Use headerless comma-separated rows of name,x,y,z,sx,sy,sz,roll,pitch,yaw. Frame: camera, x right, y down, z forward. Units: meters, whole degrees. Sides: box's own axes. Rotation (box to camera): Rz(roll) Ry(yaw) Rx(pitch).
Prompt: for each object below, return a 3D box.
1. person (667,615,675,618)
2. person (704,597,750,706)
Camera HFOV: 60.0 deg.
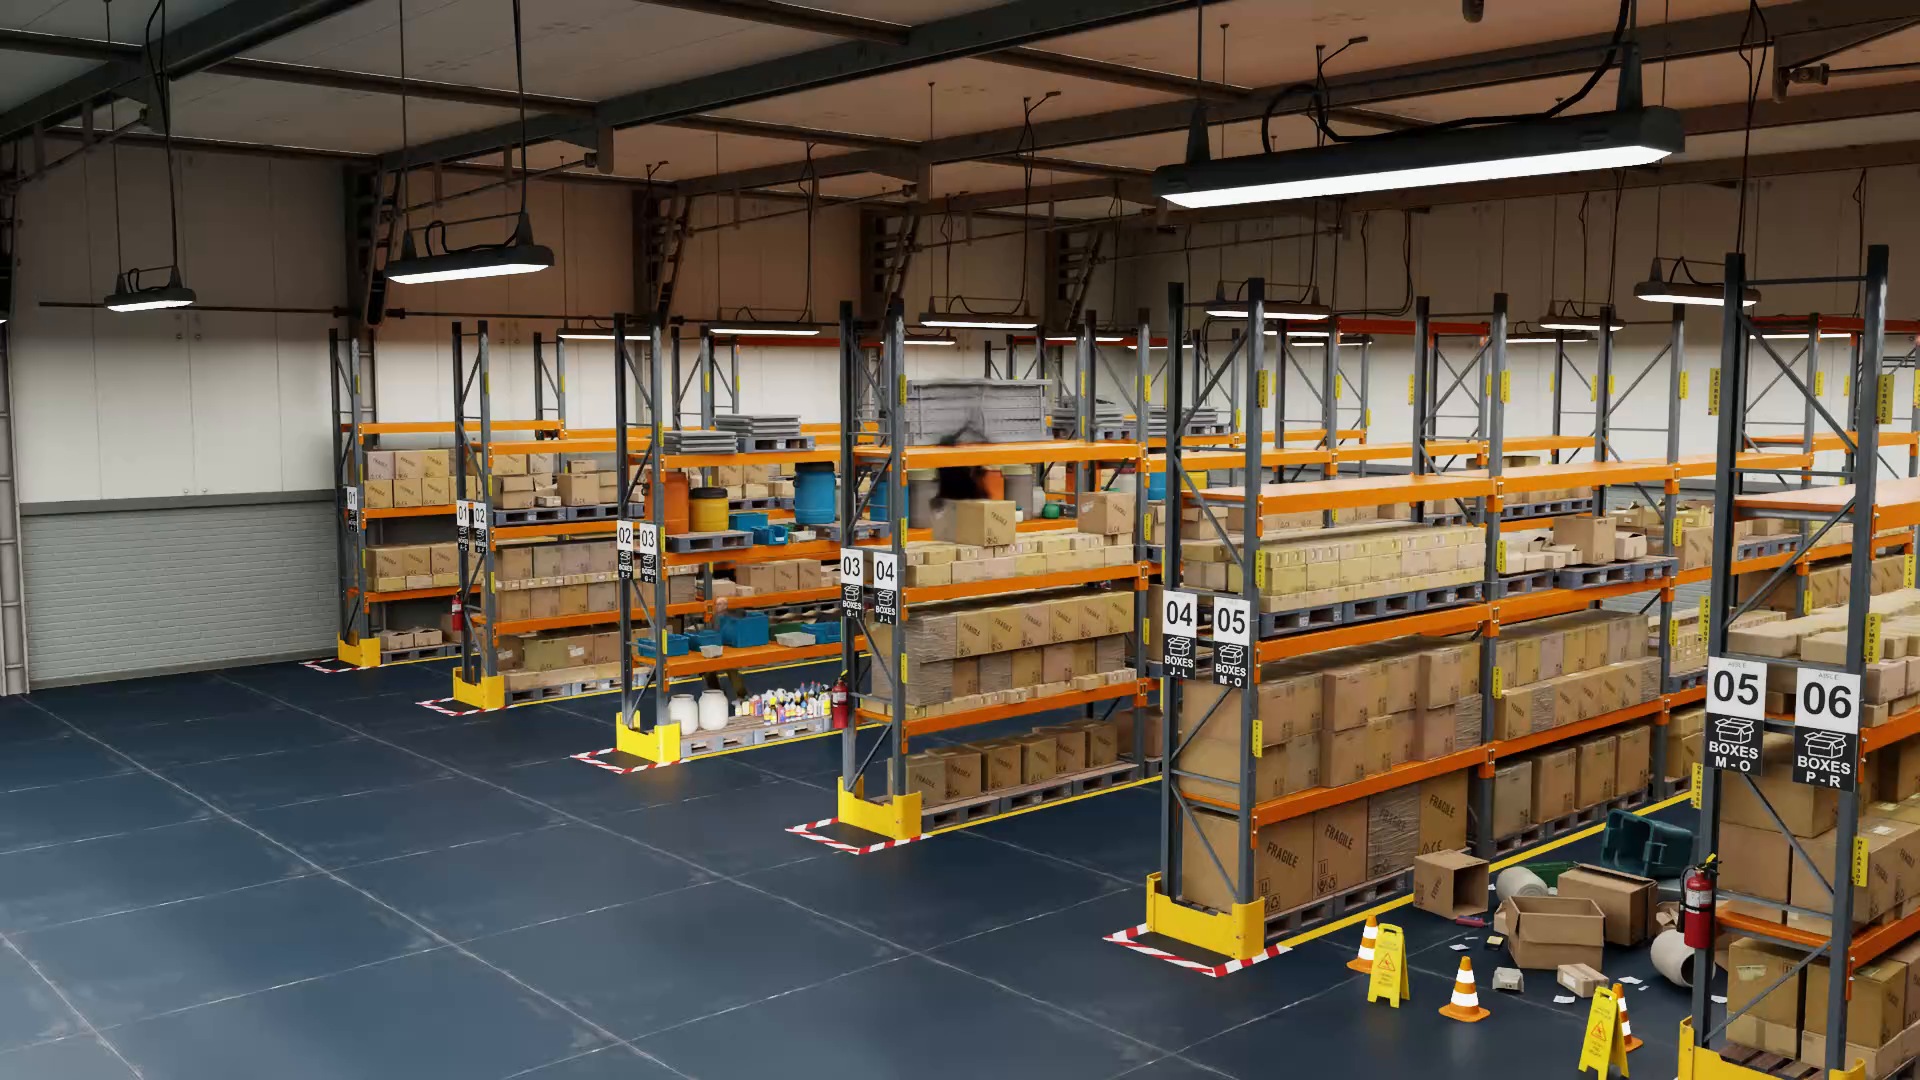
person,-5.396,1.328,30.502,0.572,1.725,0.697,5,8,43
person,-3.619,1.768,25.666,0.617,1.814,0.931,4,7,32
